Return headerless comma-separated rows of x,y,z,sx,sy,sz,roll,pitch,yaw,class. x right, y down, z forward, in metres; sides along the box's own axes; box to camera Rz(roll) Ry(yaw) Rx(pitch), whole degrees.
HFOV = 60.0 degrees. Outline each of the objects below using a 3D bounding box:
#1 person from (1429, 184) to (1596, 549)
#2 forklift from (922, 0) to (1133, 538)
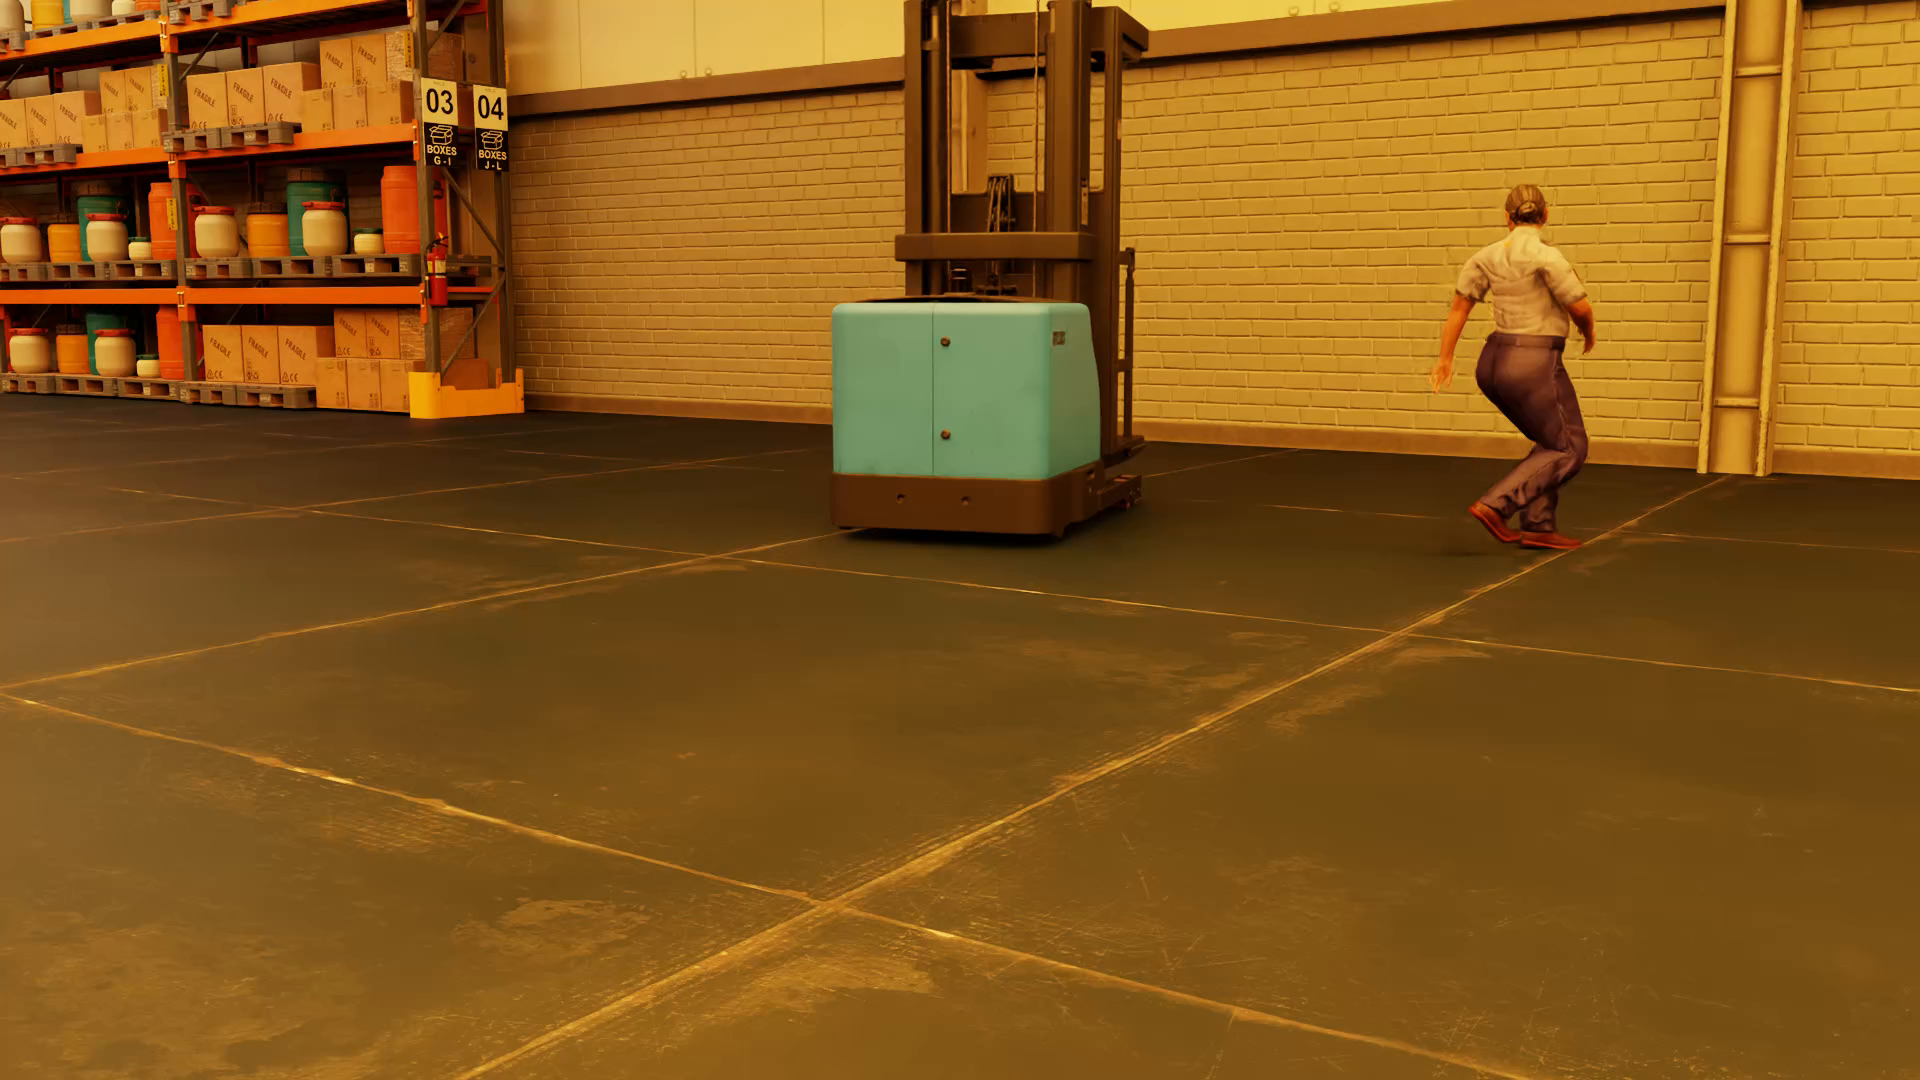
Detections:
2.450,-0.735,7.208,0.639,1.589,0.597,-1,8,-9,person
0.348,-1.625,8.620,1.121,2.935,3.031,3,8,18,forklift
